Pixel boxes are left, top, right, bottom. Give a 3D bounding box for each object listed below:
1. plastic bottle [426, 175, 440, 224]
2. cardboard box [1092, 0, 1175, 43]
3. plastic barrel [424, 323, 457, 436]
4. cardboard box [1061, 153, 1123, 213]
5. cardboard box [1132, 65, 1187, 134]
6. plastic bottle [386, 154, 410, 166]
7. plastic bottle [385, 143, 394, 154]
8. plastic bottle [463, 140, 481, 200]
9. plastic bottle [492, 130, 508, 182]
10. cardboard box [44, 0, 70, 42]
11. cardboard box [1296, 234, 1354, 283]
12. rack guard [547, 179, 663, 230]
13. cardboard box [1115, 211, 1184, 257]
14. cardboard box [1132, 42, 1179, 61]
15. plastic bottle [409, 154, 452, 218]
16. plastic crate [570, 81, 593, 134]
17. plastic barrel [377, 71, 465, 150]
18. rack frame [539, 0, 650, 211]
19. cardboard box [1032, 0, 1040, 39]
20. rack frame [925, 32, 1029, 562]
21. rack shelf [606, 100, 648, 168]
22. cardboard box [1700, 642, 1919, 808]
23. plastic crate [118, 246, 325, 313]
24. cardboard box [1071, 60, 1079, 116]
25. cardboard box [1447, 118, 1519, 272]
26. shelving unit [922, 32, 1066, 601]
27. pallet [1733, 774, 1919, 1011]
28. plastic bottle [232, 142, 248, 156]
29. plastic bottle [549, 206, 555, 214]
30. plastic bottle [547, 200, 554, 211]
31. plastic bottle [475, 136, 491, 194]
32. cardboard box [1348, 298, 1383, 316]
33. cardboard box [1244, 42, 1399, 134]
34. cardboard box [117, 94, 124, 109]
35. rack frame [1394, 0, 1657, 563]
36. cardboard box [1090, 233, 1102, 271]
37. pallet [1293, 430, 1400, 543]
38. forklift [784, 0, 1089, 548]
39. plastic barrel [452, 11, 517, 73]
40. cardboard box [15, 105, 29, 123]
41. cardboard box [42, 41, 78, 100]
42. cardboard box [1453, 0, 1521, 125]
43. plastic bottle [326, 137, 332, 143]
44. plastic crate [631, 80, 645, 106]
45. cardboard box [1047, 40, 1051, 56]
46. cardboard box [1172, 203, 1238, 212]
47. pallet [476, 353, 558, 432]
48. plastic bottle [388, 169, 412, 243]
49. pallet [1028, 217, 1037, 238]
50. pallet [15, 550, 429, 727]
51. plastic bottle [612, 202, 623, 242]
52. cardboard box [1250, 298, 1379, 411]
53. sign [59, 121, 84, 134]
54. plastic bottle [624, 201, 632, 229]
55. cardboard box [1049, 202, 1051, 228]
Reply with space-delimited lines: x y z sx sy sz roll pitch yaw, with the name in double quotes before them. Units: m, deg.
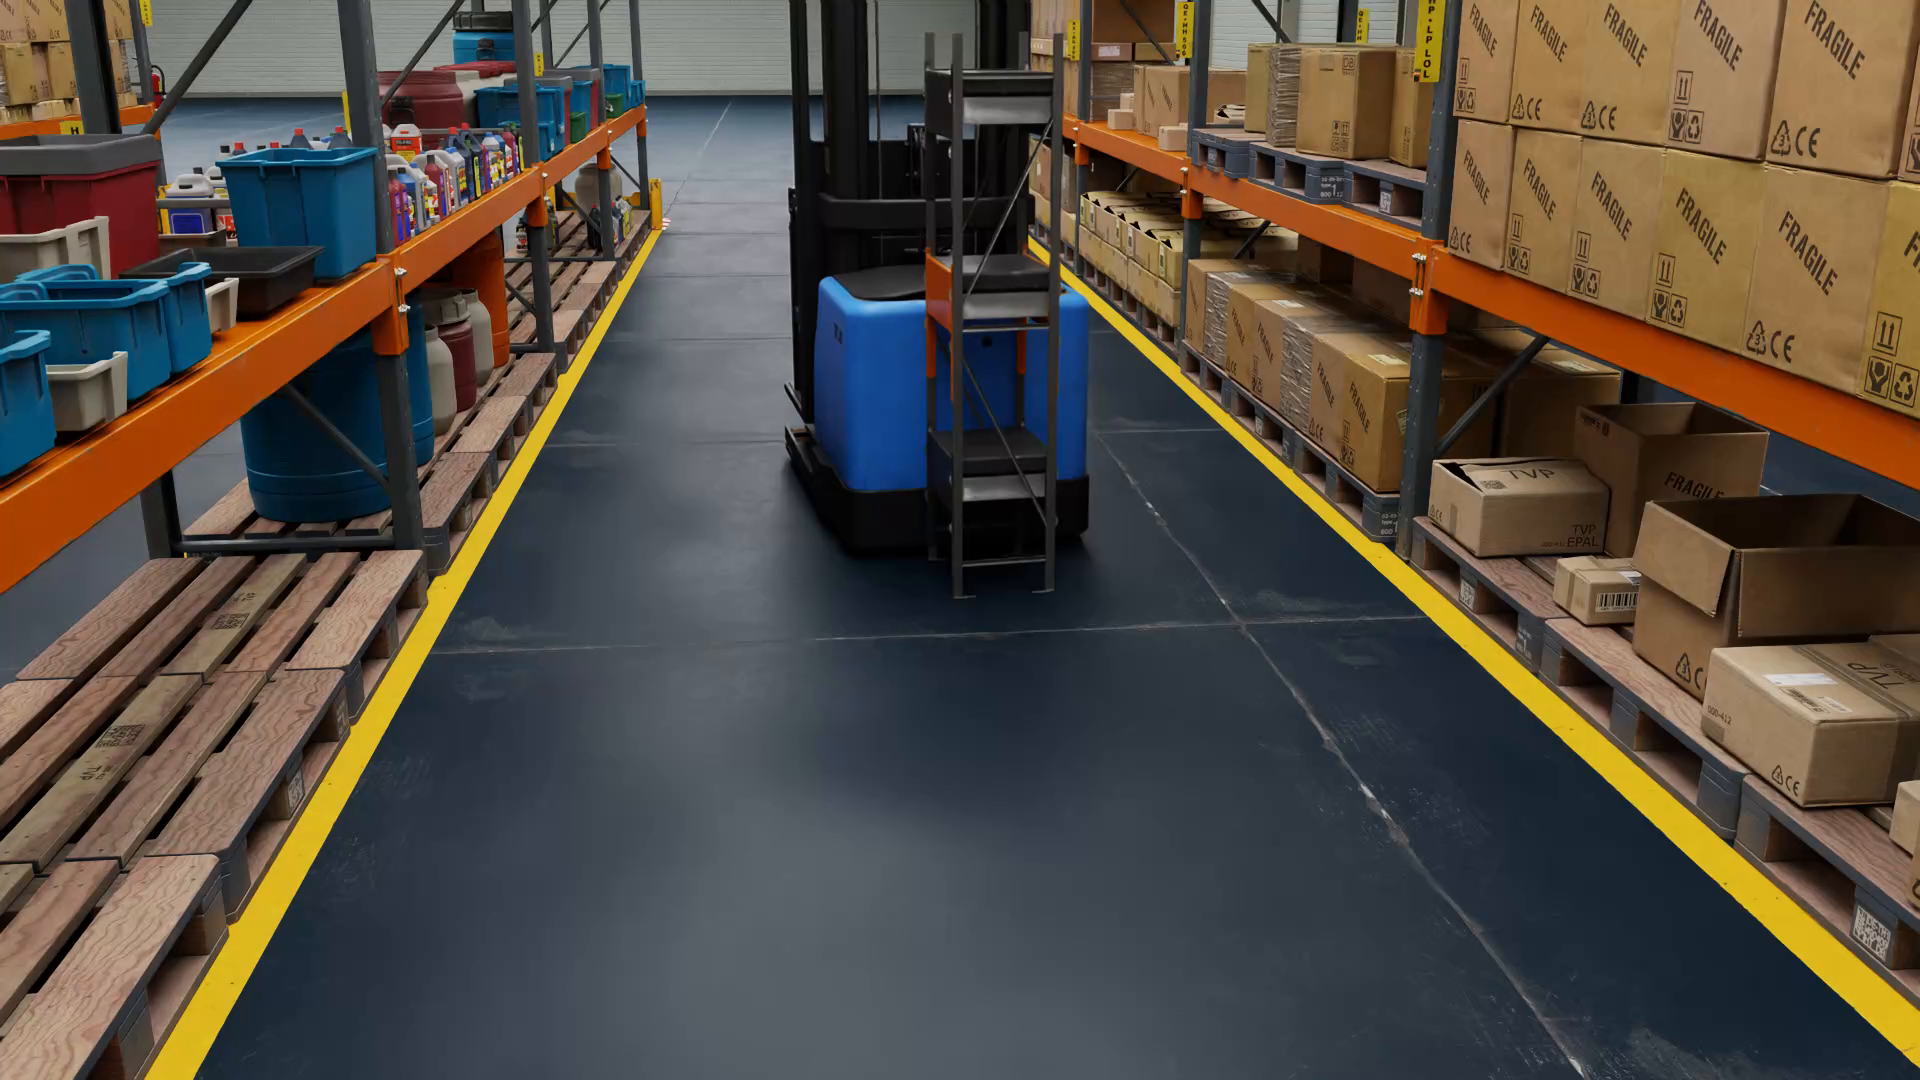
"plastic bottle" -2.309 -1.474 7.197 0.097 0.201 0.097 0 17 0
"cardboard box" 1.453 -4.551 14.333 0.700 0.500 0.500 -2 18 -5
"plastic barrel" -2.679 -0.775 8.090 0.421 0.512 0.421 0 17 0
"cardboard box" 1.199 -3.279 15.252 0.500 0.500 0.500 -2 18 -6
"cardboard box" 1.622 -3.414 12.876 0.500 0.500 0.500 -1 17 -2
"plastic bottle" -2.513 -1.579 7.405 0.152 0.276 0.135 -2 18 -6
"plastic bottle" -3.117 -2.047 9.020 0.097 0.201 0.097 0 17 0
"plastic bottle" -2.393 -1.810 8.131 0.061 0.283 0.133 -2 18 -6
"plastic bottle" -2.506 -2.078 9.004 0.097 0.271 0.097 0 17 0
"cardboard box" -8.310 -4.703 14.815 0.500 0.500 0.500 -2 18 -6
"cardboard box" 2.257 -1.648 9.604 0.500 0.250 0.500 -1 17 -4
"rack guard" -3.781 -3.578 17.741 1.175 0.500 0.348 -2 18 -6
"cardboard box" 1.459 -2.320 12.511 0.500 0.311 0.500 -1 17 -4
"cardboard box" 1.670 -4.196 14.284 0.380 0.149 0.250 -2 18 -6
"plastic bottle" -2.362 -1.583 7.420 0.152 0.276 0.135 -2 18 -6
"plastic crate" -3.000 -3.274 12.624 0.392 0.384 0.575 -2 18 -6
"plastic barrel" -3.359 -2.603 10.232 0.600 0.536 0.708 -2 18 -6
"rack frame" -3.835 -4.792 17.434 1.000 3.000 0.127 -2 18 -6
"cardboard box" 1.133 -5.456 17.214 0.700 0.500 0.500 -2 18 -5
"rack frame" 0.064 -0.924 6.615 0.400 2.100 0.015 -4 18 -12
"rack shelf" -3.629 -3.853 15.643 1.077 0.370 4.000 -2 18 -6
"cardboard box" 2.373 0.486 4.476 0.500 0.250 0.500 -2 18 -6
"plastic crate" -2.215 -0.789 5.042 0.437 0.125 0.590 -2 18 -6
"cardboard box" 1.392 -4.089 15.027 0.700 0.500 0.500 -2 18 -6
"cardboard box" 2.111 -1.256 6.004 0.500 0.500 0.500 -1 17 -4
"shelving unit" 0.117 -0.853 6.388 0.431 2.100 0.503 -4 18 -12
"pallet" 2.651 0.893 3.980 1.003 0.211 1.213 -2 18 -6
"plastic bottle" -3.037 -1.512 7.069 0.144 0.351 0.185 -2 18 -6
"plastic bottle" -3.736 -2.903 15.216 0.061 0.283 0.133 -2 18 -6
"plastic bottle" -3.958 -3.151 16.025 0.097 0.271 0.097 0 17 0
"plastic bottle" -2.426 -1.905 8.433 0.061 0.283 0.133 -2 18 -6
"cardboard box" 2.360 -0.996 8.781 0.500 0.500 0.500 -2 18 -8
"cardboard box" 2.094 -2.625 9.661 0.700 0.500 0.500 -8 19 -24
"cardboard box" -8.425 -4.293 16.264 0.380 0.149 0.250 -2 18 -6
"rack frame" 2.330 -1.369 6.530 1.000 3.000 0.127 -2 18 -6
"cardboard box" 1.351 -2.361 13.578 0.500 0.250 0.500 -1 17 -4
"pallet" 2.208 -0.280 7.716 1.003 0.211 1.213 -2 18 -6
"forklift" -0.274 -1.768 7.914 1.130 2.935 3.031 -4 18 -12
"plastic barrel" -3.684 -3.715 13.166 0.600 0.901 0.708 -2 18 -6
"cardboard box" -8.174 -3.624 14.131 0.380 0.149 0.250 -2 18 -6
"cardboard box" -8.513 -4.219 14.945 0.875 0.500 0.500 -2 18 -6
"cardboard box" 2.098 -1.745 5.890 0.500 0.500 0.500 -1 17 -4
"plastic bottle" -3.217 -1.927 8.521 0.097 0.271 0.097 0 17 0
"plastic crate" -3.486 -4.581 17.010 0.499 0.251 0.616 -2 18 -6
"cardboard box" 1.053 -4.794 16.190 0.380 0.149 0.250 -2 18 -6
"cardboard box" 1.941 -2.493 13.063 0.500 0.311 0.500 -2 18 -6
"pallet" -2.887 -0.845 9.515 1.003 0.211 1.213 -2 18 -6
"plastic bottle" -2.225 -1.324 6.580 0.061 0.283 0.133 -2 18 -6
"pallet" 1.213 -3.387 17.614 1.003 0.211 1.213 -2 18 -6
"pallet" -2.483 0.331 5.769 1.003 0.211 1.213 -2 18 -6
"plastic bottle" -3.113 -2.856 14.955 0.144 0.351 0.185 -3 18 -8
"cardboard box" 1.845 -0.973 8.707 0.500 0.500 0.500 -2 18 -8
"sign" -3.145 -1.333 5.952 0.100 0.325 0.005 -2 18 -6
"plastic bottle" -3.211 -3.093 15.834 0.152 0.276 0.135 -2 18 -5
"cardboard box" 1.131 -3.070 15.838 0.500 0.250 0.500 -2 18 -6
